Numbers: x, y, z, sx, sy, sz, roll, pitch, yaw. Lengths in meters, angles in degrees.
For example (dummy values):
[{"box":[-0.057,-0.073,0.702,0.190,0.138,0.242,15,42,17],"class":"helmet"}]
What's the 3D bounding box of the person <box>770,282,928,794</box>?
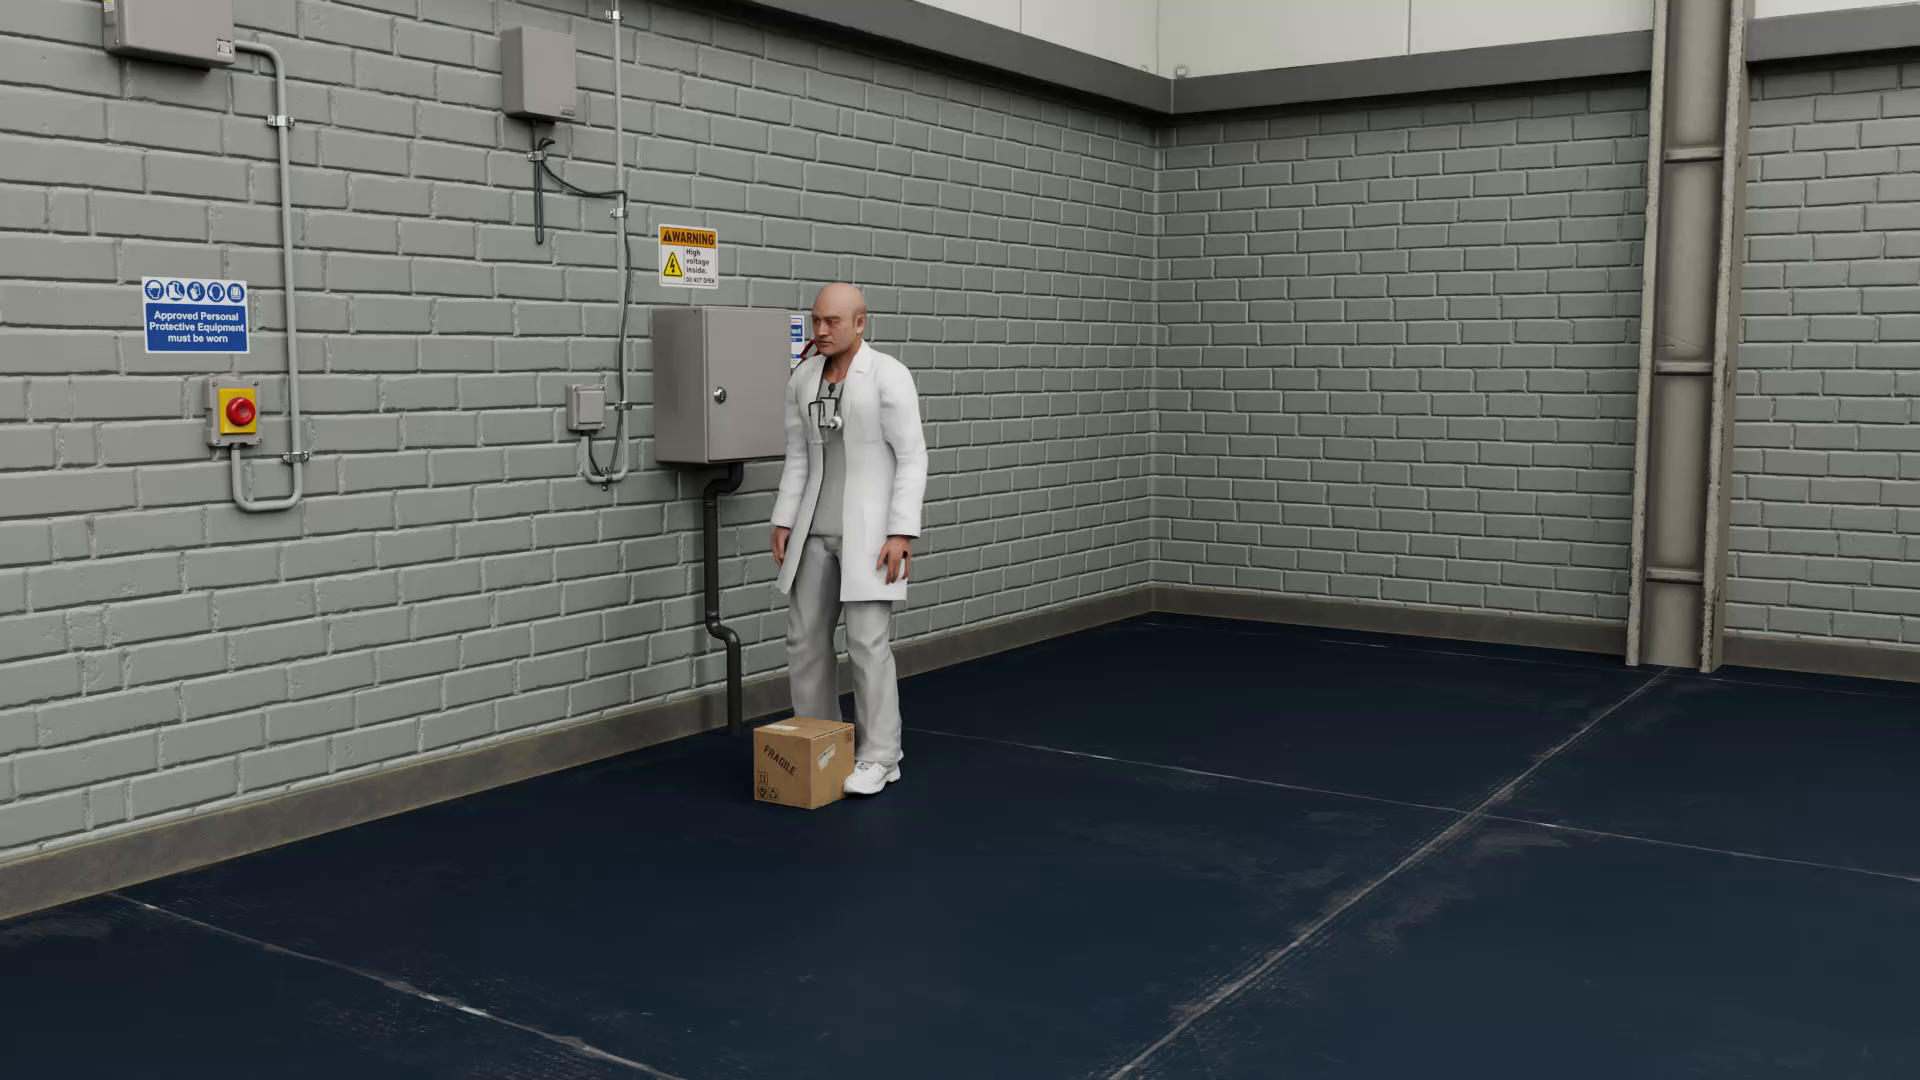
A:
[{"box":[-0.408,-0.013,5.883,0.644,1.774,0.427,4,7,34],"class":"person"}]
